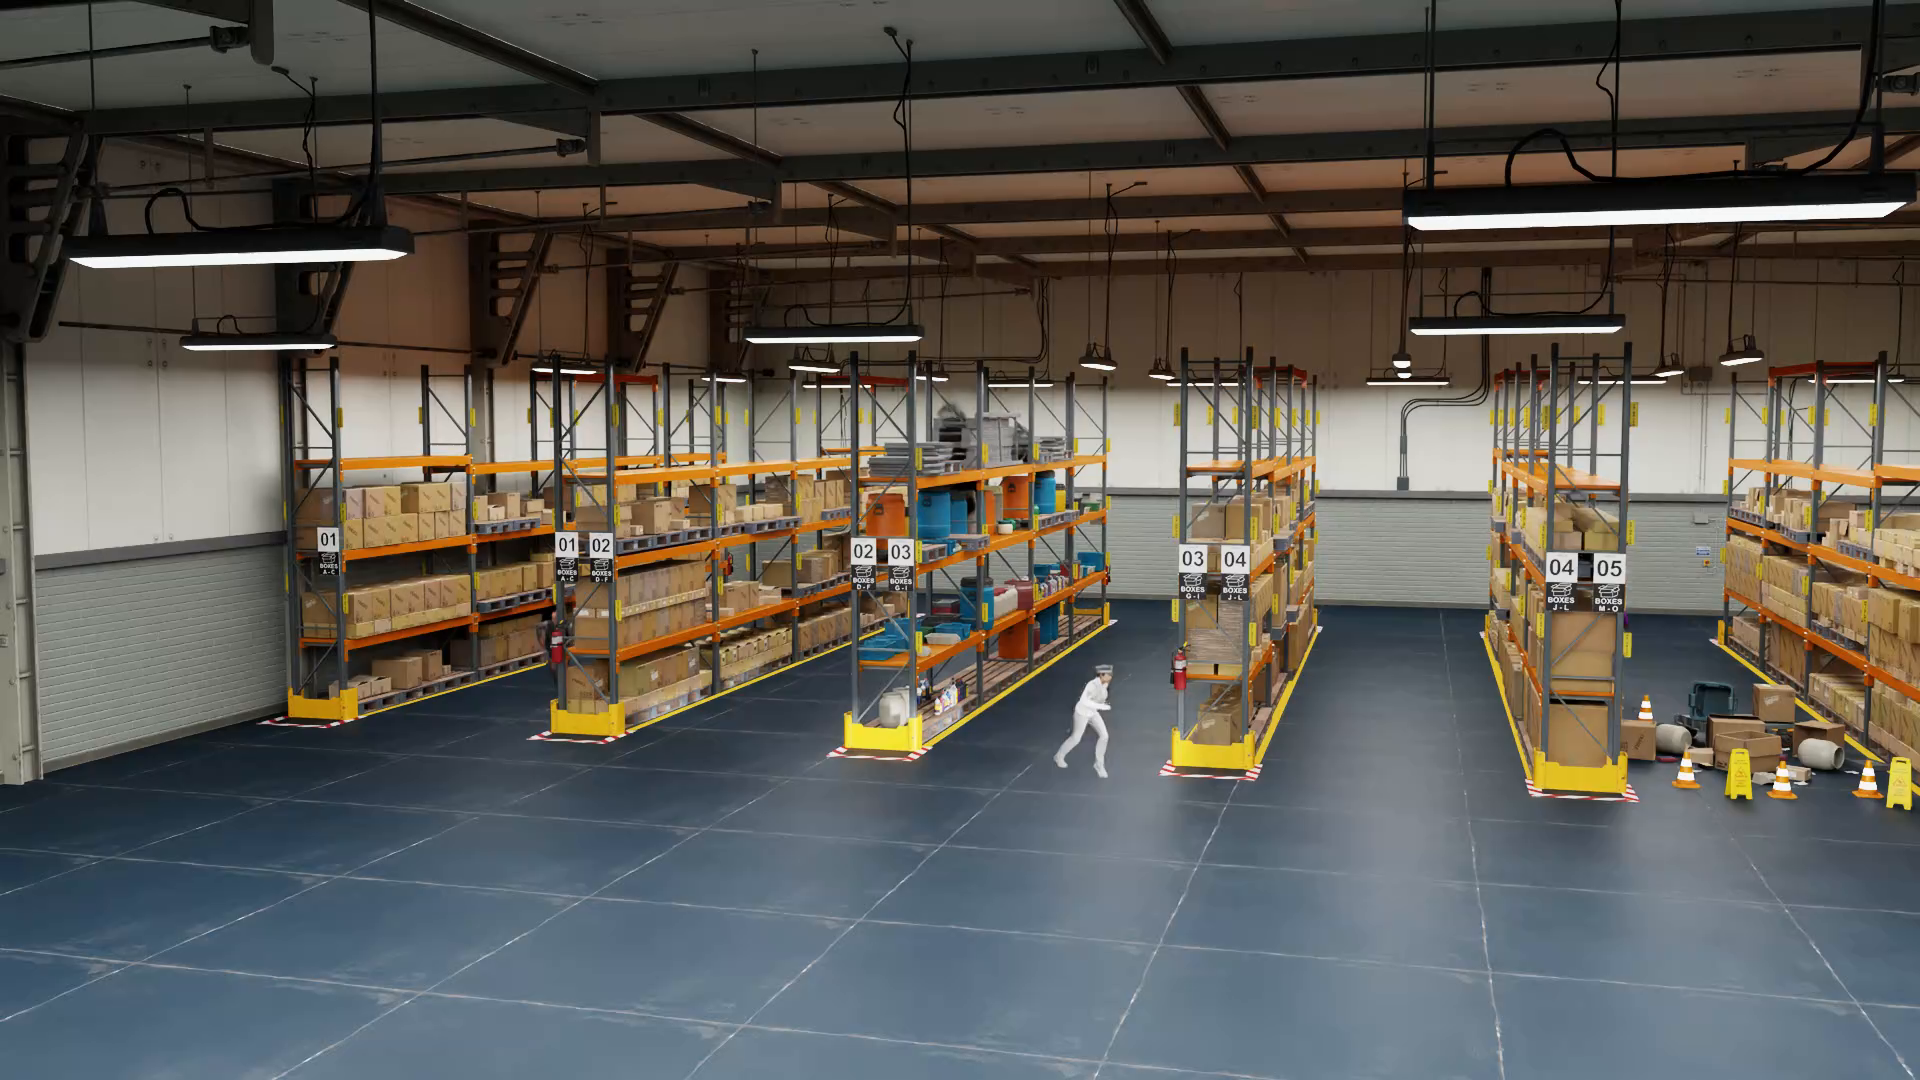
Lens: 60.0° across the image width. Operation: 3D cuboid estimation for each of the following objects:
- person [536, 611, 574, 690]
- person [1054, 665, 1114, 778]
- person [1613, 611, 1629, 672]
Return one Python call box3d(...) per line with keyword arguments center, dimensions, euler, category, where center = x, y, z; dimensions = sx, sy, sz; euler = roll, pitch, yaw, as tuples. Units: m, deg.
box3d(center=(-7.306, 2.025, 30.021), dimensions=(0.684, 1.549, 0.867), euler=(-1, 4, -11), category="person")
box3d(center=(1.749, 2.524, 23.397), dimensions=(0.951, 1.621, 0.655), euler=(3, 5, 36), category="person")
box3d(center=(12.136, 1.859, 31.066), dimensions=(0.687, 1.728, 0.687), euler=(0, 4, 4), category="person")
